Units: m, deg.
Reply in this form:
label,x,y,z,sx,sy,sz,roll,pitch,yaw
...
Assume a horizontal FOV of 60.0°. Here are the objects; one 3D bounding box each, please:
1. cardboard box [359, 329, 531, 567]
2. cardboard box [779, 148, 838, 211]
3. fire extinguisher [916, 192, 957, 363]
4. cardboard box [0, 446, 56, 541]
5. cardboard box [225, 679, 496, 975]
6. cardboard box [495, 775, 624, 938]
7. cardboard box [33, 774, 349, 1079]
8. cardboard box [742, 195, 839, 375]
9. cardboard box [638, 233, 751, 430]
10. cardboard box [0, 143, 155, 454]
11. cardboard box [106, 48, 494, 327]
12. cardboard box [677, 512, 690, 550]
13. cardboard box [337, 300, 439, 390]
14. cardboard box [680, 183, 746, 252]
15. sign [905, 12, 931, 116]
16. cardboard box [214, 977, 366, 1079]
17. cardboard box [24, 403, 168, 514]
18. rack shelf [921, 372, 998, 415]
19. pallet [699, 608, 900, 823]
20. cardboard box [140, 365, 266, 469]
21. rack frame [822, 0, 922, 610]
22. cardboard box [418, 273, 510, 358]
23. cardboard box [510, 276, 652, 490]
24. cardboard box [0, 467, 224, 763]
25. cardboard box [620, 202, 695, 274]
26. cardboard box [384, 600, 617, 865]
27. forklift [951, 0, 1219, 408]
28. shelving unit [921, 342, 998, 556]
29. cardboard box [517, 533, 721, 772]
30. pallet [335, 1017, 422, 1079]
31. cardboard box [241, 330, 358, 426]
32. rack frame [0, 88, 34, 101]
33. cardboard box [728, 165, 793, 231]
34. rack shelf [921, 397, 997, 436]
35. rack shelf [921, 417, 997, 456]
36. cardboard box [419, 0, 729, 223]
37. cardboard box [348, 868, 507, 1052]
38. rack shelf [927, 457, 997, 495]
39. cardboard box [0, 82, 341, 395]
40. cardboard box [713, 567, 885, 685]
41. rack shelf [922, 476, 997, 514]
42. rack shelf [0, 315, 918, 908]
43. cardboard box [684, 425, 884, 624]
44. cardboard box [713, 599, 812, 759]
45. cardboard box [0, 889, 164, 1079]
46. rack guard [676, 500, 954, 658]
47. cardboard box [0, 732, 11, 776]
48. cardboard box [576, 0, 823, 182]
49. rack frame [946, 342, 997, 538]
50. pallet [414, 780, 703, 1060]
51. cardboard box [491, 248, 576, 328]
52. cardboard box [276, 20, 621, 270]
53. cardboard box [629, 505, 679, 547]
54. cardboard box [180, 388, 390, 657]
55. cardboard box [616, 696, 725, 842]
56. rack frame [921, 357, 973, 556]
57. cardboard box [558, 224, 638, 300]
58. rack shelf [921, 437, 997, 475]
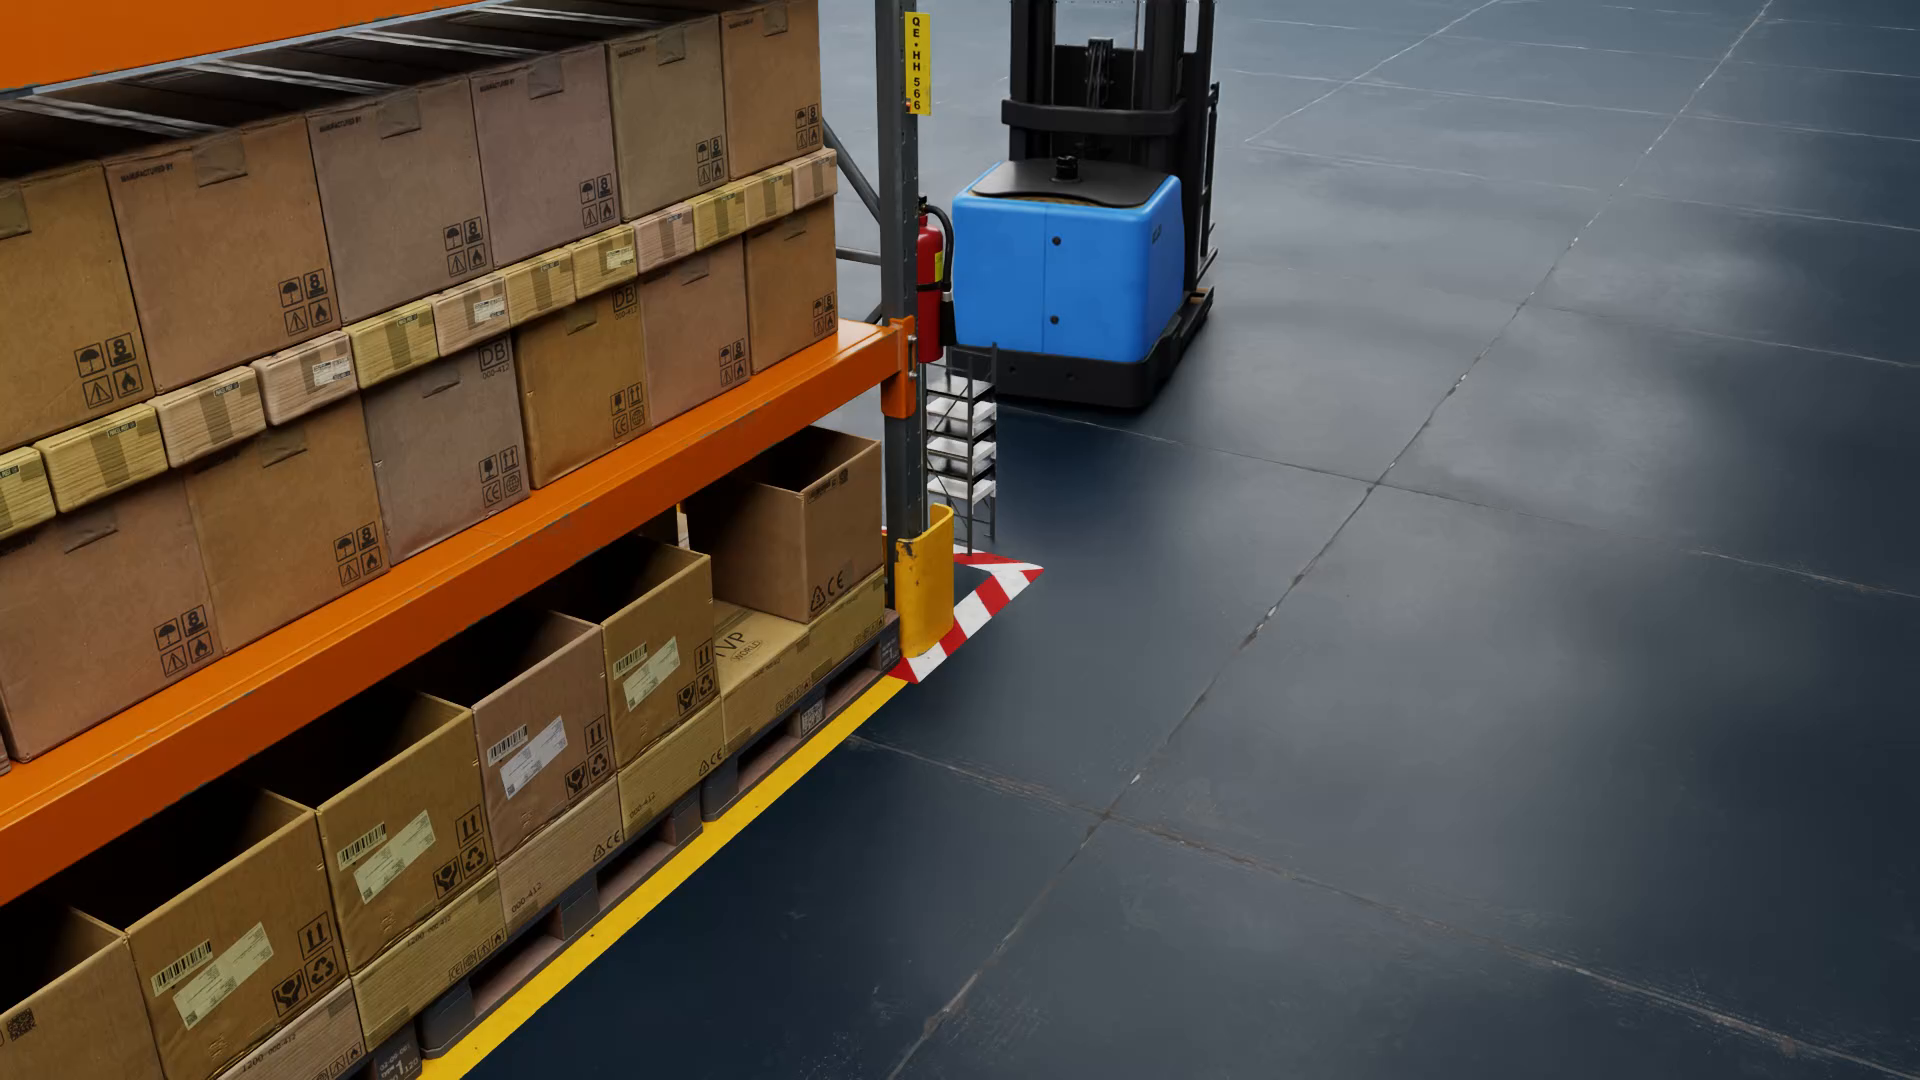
label,x,y,z,sx,sy,sz,roll,pitch,yaw
cardboard box,-1.606,-0.327,4.441,0.700,0.500,0.500,15,30,28
cardboard box,-0.628,-1.210,5.479,0.380,0.149,0.250,14,30,25
fire extinguisher,-0.144,-0.975,5.933,0.296,0.674,0.183,14,30,26
cardboard box,-2.024,-0.103,3.268,0.380,0.149,0.250,13,30,25
cardboard box,-1.582,0.698,4.269,0.500,0.500,0.500,14,30,26
cardboard box,-1.340,0.837,4.829,0.500,0.250,0.500,14,30,26
cardboard box,-1.834,0.891,3.884,0.500,0.500,0.500,14,30,26
cardboard box,-0.847,-0.931,5.648,0.700,0.500,0.500,14,30,26
cardboard box,-1.101,-0.726,5.237,0.700,0.500,0.500,15,30,27
cardboard box,-2.114,-0.503,3.343,0.700,0.500,0.500,14,30,26
cardboard box,-1.621,-0.893,4.122,0.700,0.500,0.500,14,30,26
cardboard box,-1.064,0.136,6.230,0.500,0.250,0.500,14,30,26
cardboard box,-1.514,-0.508,4.078,0.380,0.149,0.250,14,30,26
cardboard box,-0.882,-1.008,5.076,0.380,0.149,0.250,14,30,25
sign,-0.141,-1.565,5.466,0.100,0.325,0.005,14,30,26
cardboard box,-1.832,1.227,4.050,0.500,0.250,0.500,14,30,26
cardboard box,-1.897,-0.205,3.472,0.380,0.149,0.250,14,30,26
rack shelf,-0.004,-0.611,6.937,0.258,0.077,0.200,14,30,26
pallet,-0.946,0.488,6.038,1.003,0.211,1.213,14,30,26
cardboard box,-1.772,-0.302,3.666,0.380,0.149,0.250,13,29,24
rack frame,-0.606,-1.066,6.028,1.000,3.000,0.127,14,30,26
cardboard box,-1.390,-0.605,4.271,0.380,0.149,0.250,14,30,25
cardboard box,-1.351,-0.533,4.853,0.700,0.500,0.500,14,30,26
cardboard box,-2.108,0.067,3.653,0.700,0.500,0.500,14,30,26
cardboard box,-1.007,-0.910,4.881,0.380,0.149,0.250,15,30,27
cardboard box,-1.337,0.503,4.660,0.500,0.500,0.500,14,30,26
forklift,0.883,-2.619,9.208,1.130,2.935,3.031,8,28,16
shelving unit,-0.004,-0.399,7.042,0.258,0.900,0.210,14,30,26
cardboard box,-1.090,0.308,5.048,0.500,0.500,0.500,14,30,26
pallet,-2.146,1.439,4.139,1.003,0.211,1.213,14,30,26
cardboard box,-1.643,-0.407,3.875,0.380,0.149,0.250,13,30,25
rack frame,-4.917,-2.158,8.210,1.000,3.000,0.127,14,30,26
cardboard box,-0.756,-1.107,5.275,0.380,0.149,0.250,15,30,27
rack shelf,-0.004,-0.531,6.977,0.258,0.077,0.200,14,30,26
rack shelf,-0.004,-0.450,7.017,0.258,0.077,0.200,14,30,26
cardboard box,-1.127,-1.285,4.904,0.700,0.500,0.500,13,30,25
cardboard box,-1.581,1.033,4.437,0.500,0.250,0.500,14,30,26
rack shelf,-0.004,-0.289,7.098,0.258,0.077,0.200,14,30,26
cardboard box,-1.867,-0.698,3.733,0.700,0.500,0.500,14,30,26
cardboard box,-0.613,0.250,6.002,0.500,0.250,0.500,14,30,26
rack shelf,-0.004,-0.209,7.138,0.258,0.077,0.200,14,30,26
rack shelf,-1.590,0.035,4.632,1.077,0.370,4.000,14,30,26
cardboard box,-0.611,-0.085,5.833,0.500,0.500,0.500,14,30,26
cardboard box,-0.849,0.448,5.607,0.500,0.250,0.500,14,30,26
cardboard box,-2.073,1.088,3.491,0.500,0.500,0.500,14,30,26
rack guard,-0.595,0.043,6.606,1.175,0.500,0.348,14,30,26
cardboard box,-2.361,0.274,3.240,0.700,0.500,0.500,13,30,25
cardboard box,-0.873,-1.491,5.316,0.700,0.500,0.500,14,30,26
rack frame,0.046,-0.439,7.122,0.240,0.900,0.006,14,30,26
pallet,-1.547,0.962,5.092,1.003,0.211,1.213,14,30,26
cardboard box,-1.264,-0.705,4.470,0.380,0.149,0.250,15,30,27
cardboard box,-1.375,-1.088,4.512,0.700,0.500,0.500,14,30,26
cardboard box,-1.308,-0.004,5.672,0.500,0.500,0.500,14,30,26
cardboard box,-1.857,-0.128,4.042,0.700,0.500,0.500,15,30,27
cardboard box,-1.093,0.643,5.217,0.500,0.250,0.500,14,30,26
rack frame,-0.054,-0.360,6.963,0.240,0.900,0.006,14,30,26
cardboard box,-1.136,-0.808,4.676,0.380,0.149,0.250,15,30,28
rack shelf,-0.004,-0.370,7.057,0.258,0.077,0.200,14,30,26
